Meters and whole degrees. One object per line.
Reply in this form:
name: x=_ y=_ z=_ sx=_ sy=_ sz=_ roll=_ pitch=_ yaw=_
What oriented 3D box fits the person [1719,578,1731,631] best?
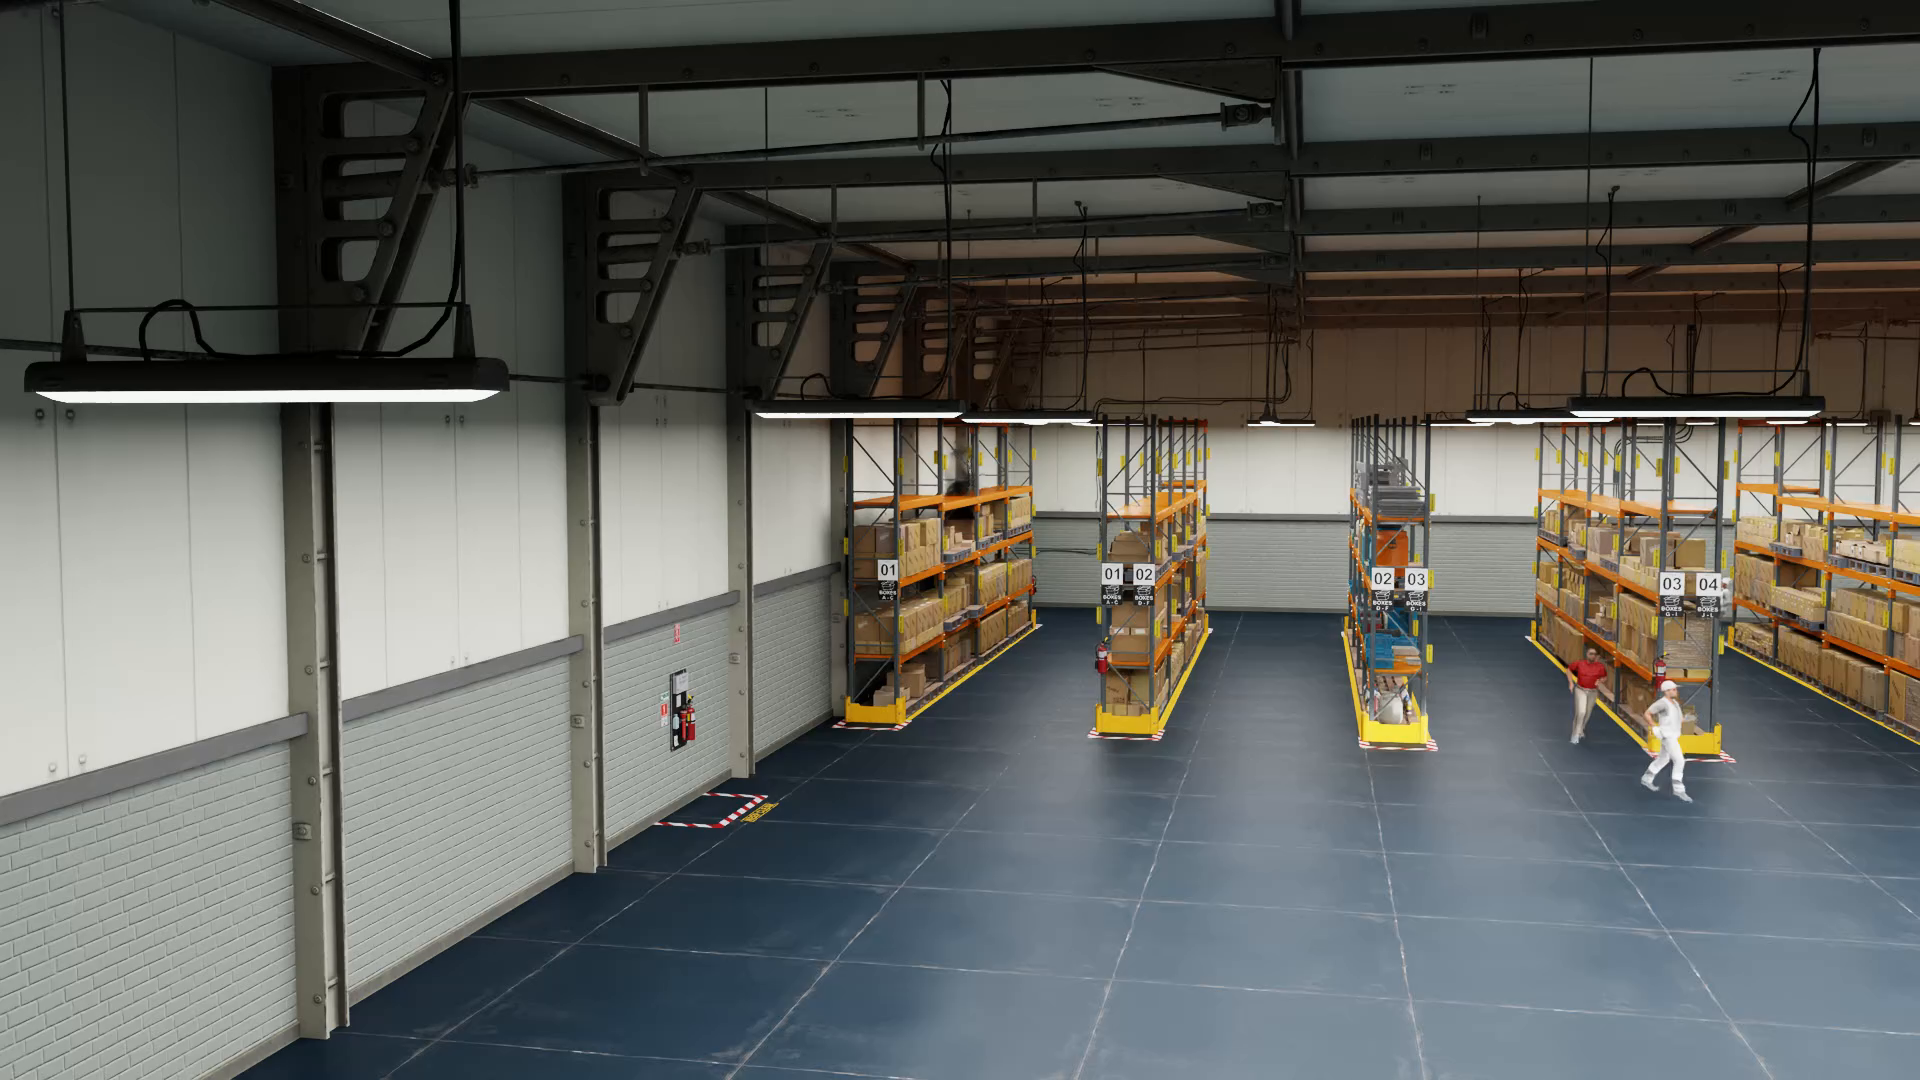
person: x=20.592 y=1.863 z=45.236 sx=0.537 sy=1.691 sz=0.698 roll=0 pitch=4 yaw=2

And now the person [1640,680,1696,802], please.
person: x=10.983 y=3.094 z=25.809 sx=0.839 sy=1.835 sz=0.649 roll=3 pitch=5 yaw=40

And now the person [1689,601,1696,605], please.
person: x=19.719 y=1.915 z=45.049 sx=0.570 sy=1.616 sz=0.848 roll=-3 pitch=5 yaw=-35

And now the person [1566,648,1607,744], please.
person: x=11.507 y=2.858 z=30.525 sx=0.673 sy=1.776 sz=0.784 roll=0 pitch=4 yaw=4
